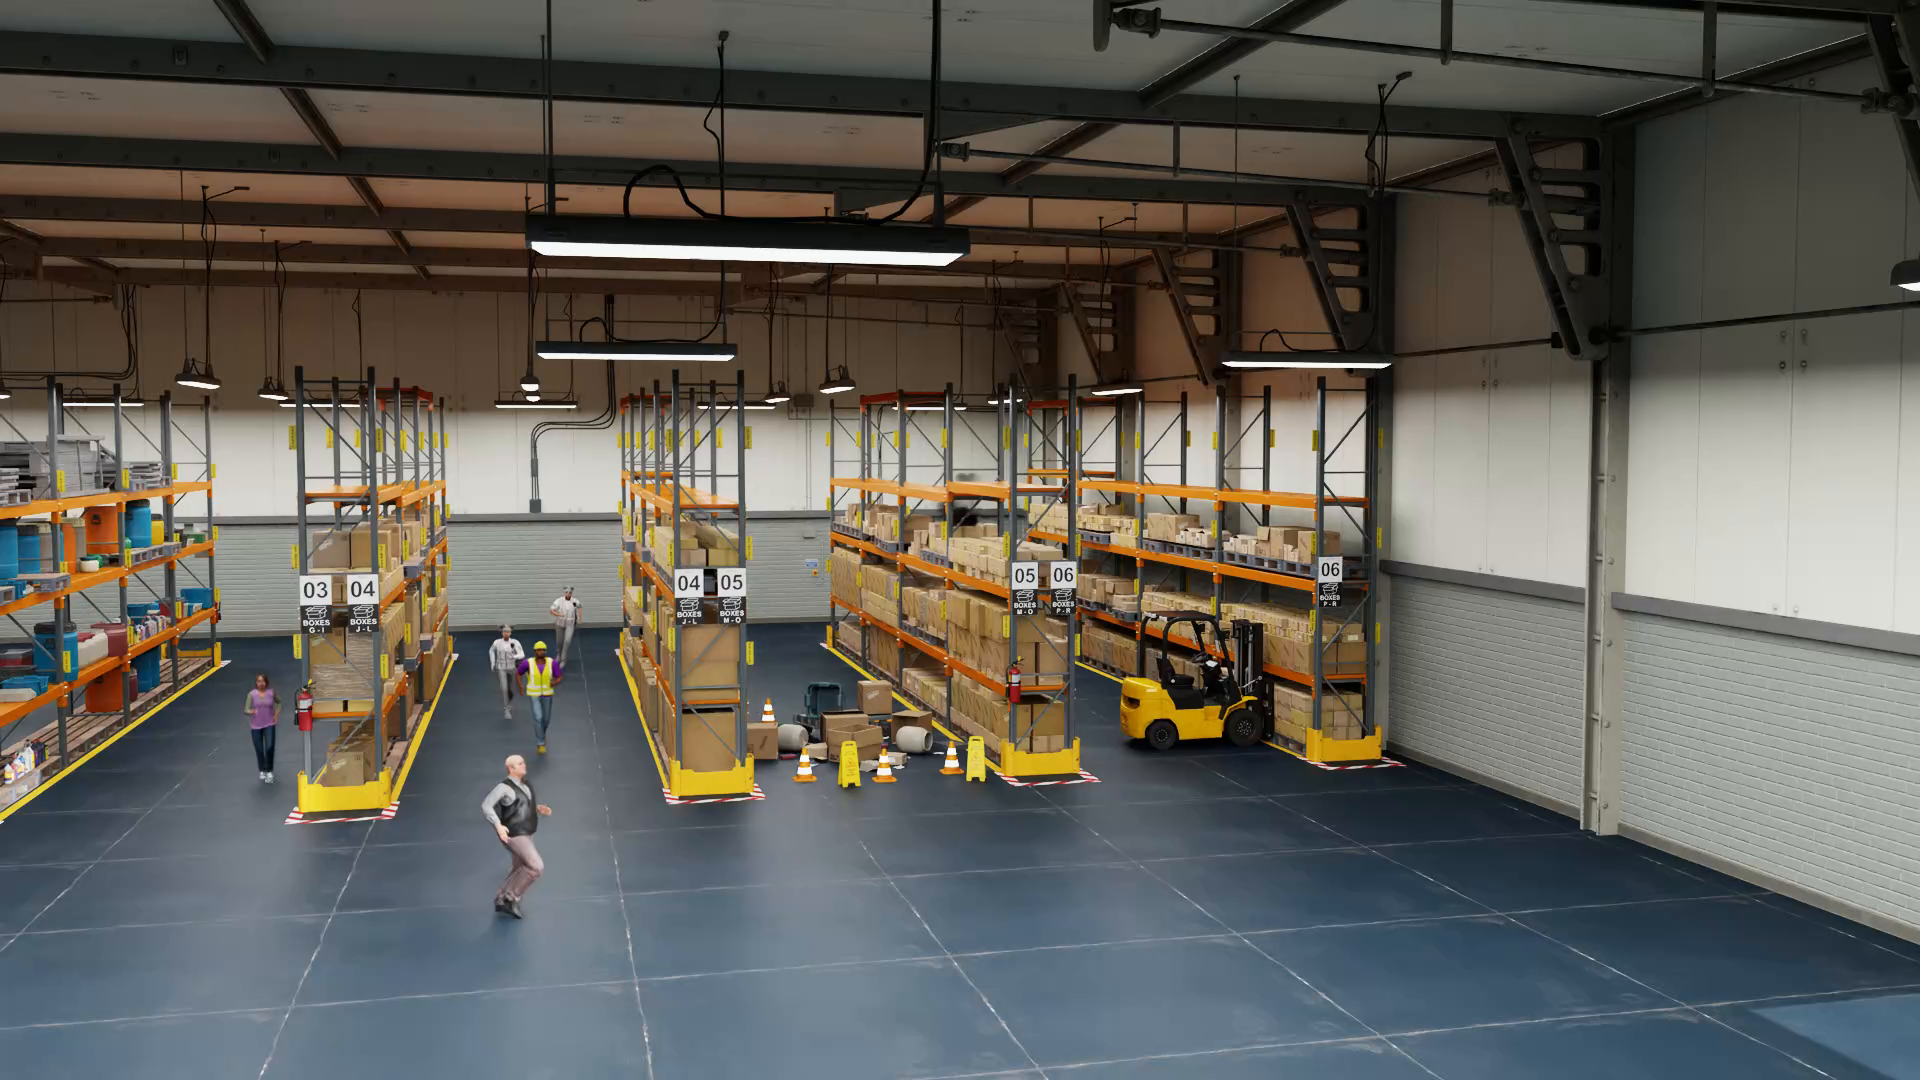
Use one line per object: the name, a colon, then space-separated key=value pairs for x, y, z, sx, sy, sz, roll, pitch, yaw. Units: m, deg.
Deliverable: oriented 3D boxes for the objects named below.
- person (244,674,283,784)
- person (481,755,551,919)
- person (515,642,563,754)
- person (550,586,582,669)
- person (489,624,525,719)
person: x=-10.163 y=2.756 z=24.271 sx=0.517 sy=1.608 sz=0.636 roll=-1 pitch=4 yaw=-20
person: x=-4.602 y=3.102 z=17.412 sx=0.676 sy=1.701 sz=0.630 roll=1 pitch=3 yaw=11
person: x=-6.756 y=2.506 z=26.782 sx=0.718 sy=1.758 sz=0.900 roll=-2 pitch=4 yaw=-26
person: x=-8.761 y=1.905 z=37.001 sx=0.693 sy=1.785 sz=0.931 roll=-1 pitch=3 yaw=-12
person: x=-8.183 y=2.343 z=30.050 sx=0.612 sy=1.677 sz=0.871 roll=-1 pitch=4 yaw=-17
